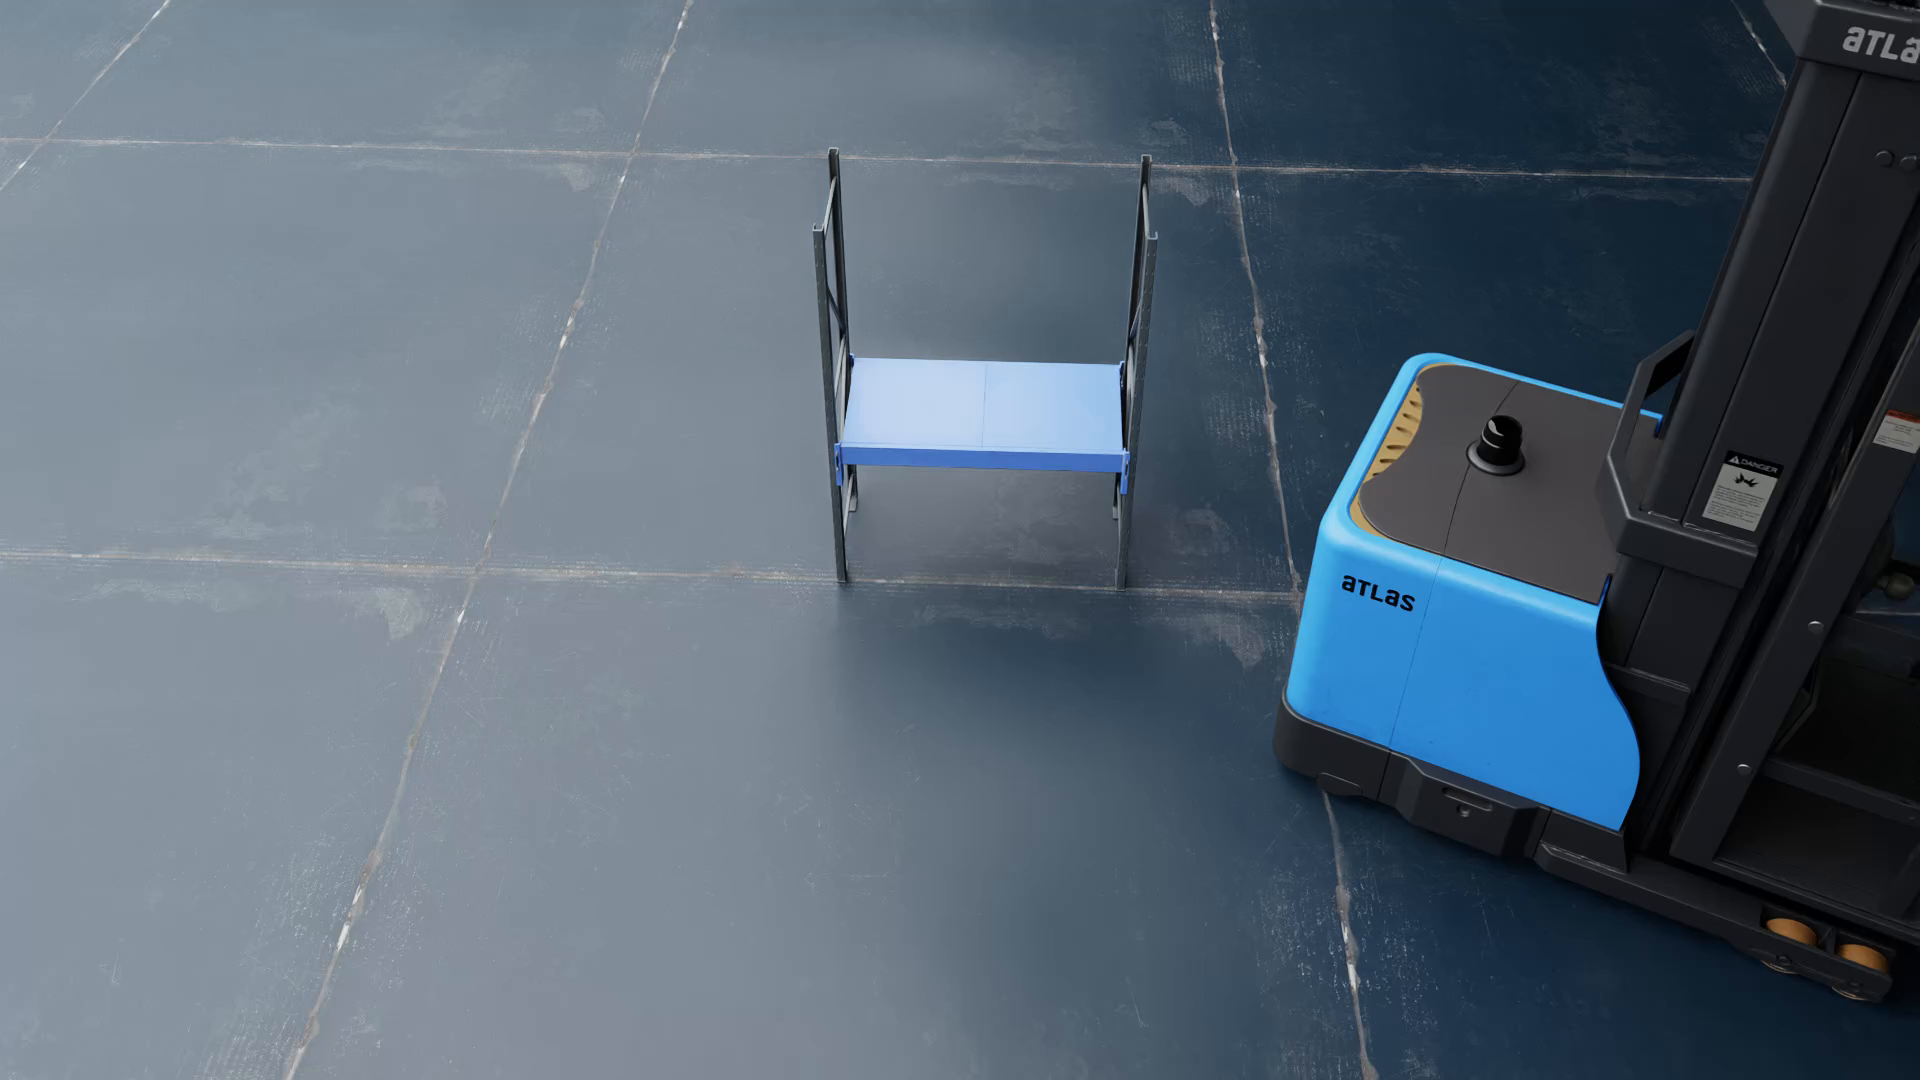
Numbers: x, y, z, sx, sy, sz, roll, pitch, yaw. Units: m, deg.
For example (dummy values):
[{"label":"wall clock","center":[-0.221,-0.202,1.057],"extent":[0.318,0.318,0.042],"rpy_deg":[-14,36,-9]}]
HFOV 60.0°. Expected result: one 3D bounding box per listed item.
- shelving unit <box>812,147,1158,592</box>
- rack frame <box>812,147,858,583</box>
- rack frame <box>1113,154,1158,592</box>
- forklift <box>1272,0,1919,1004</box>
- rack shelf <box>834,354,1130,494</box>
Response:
[{"label":"shelving unit","center":[0.085,-0.546,5.736],"extent":[1.048,1.500,0.538],"rpy_deg":[2,43,2]},{"label":"rack frame","center":[-0.423,-0.562,5.753],"extent":[0.032,1.500,0.500],"rpy_deg":[2,43,2]},{"label":"rack frame","center":[0.593,-0.531,5.719],"extent":[0.032,1.500,0.500],"rpy_deg":[2,43,2]},{"label":"forklift","center":[2.569,-0.159,4.270],"extent":[3.031,2.935,1.130],"rpy_deg":[19,46,19]},{"label":"rack shelf","center":[0.085,-0.415,5.859],"extent":[1.000,0.185,0.538],"rpy_deg":[2,43,2]}]
